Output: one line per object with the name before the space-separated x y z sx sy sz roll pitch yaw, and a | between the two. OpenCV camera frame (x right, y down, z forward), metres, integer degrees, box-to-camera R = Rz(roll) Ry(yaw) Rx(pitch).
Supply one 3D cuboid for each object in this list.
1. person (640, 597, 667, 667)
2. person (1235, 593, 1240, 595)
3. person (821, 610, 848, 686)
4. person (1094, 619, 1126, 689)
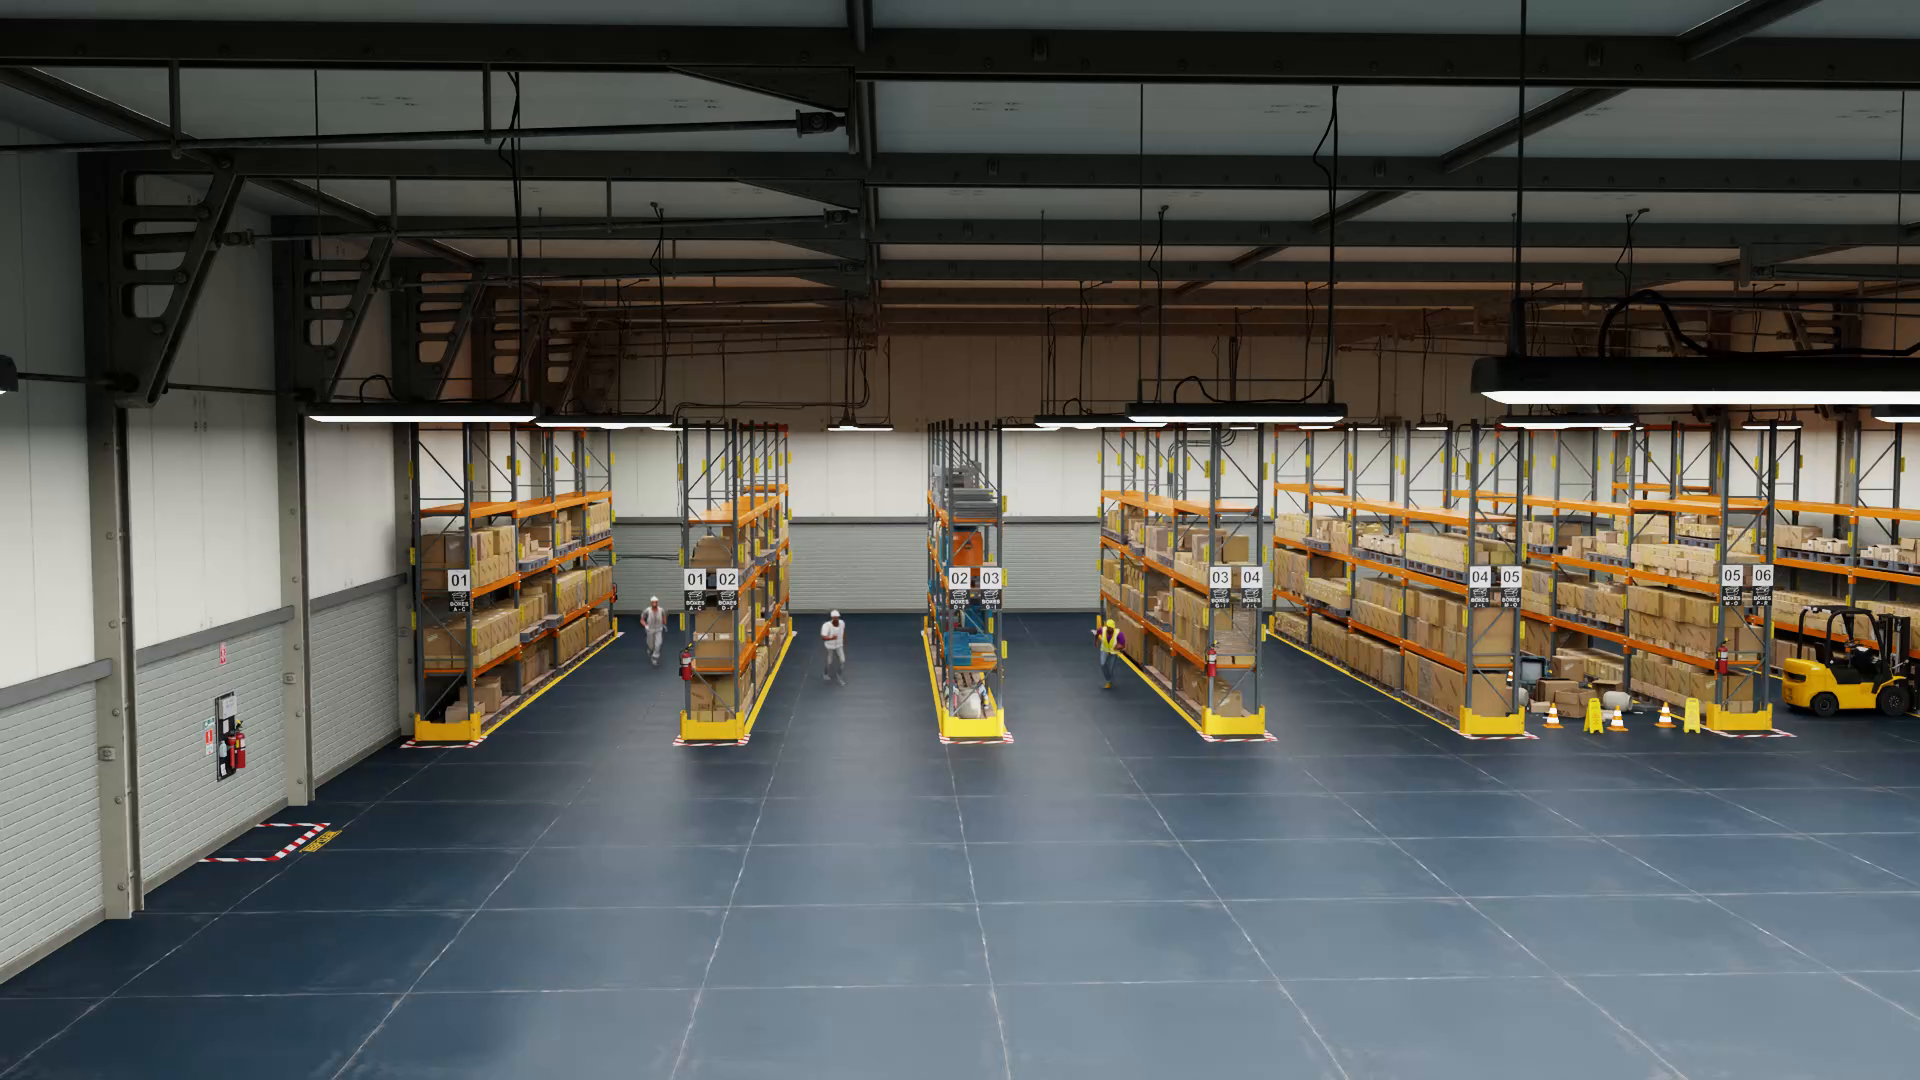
person | -7.544 2.249 40.949 0.653 1.733 0.715 -1 4 -17
person | 8.344 1.673 50.530 0.656 1.666 0.826 2 4 27
person | -2.860 2.447 37.862 0.715 1.731 0.980 -2 4 -24
person | 3.367 2.519 37.319 0.725 1.577 1.101 1 4 9
